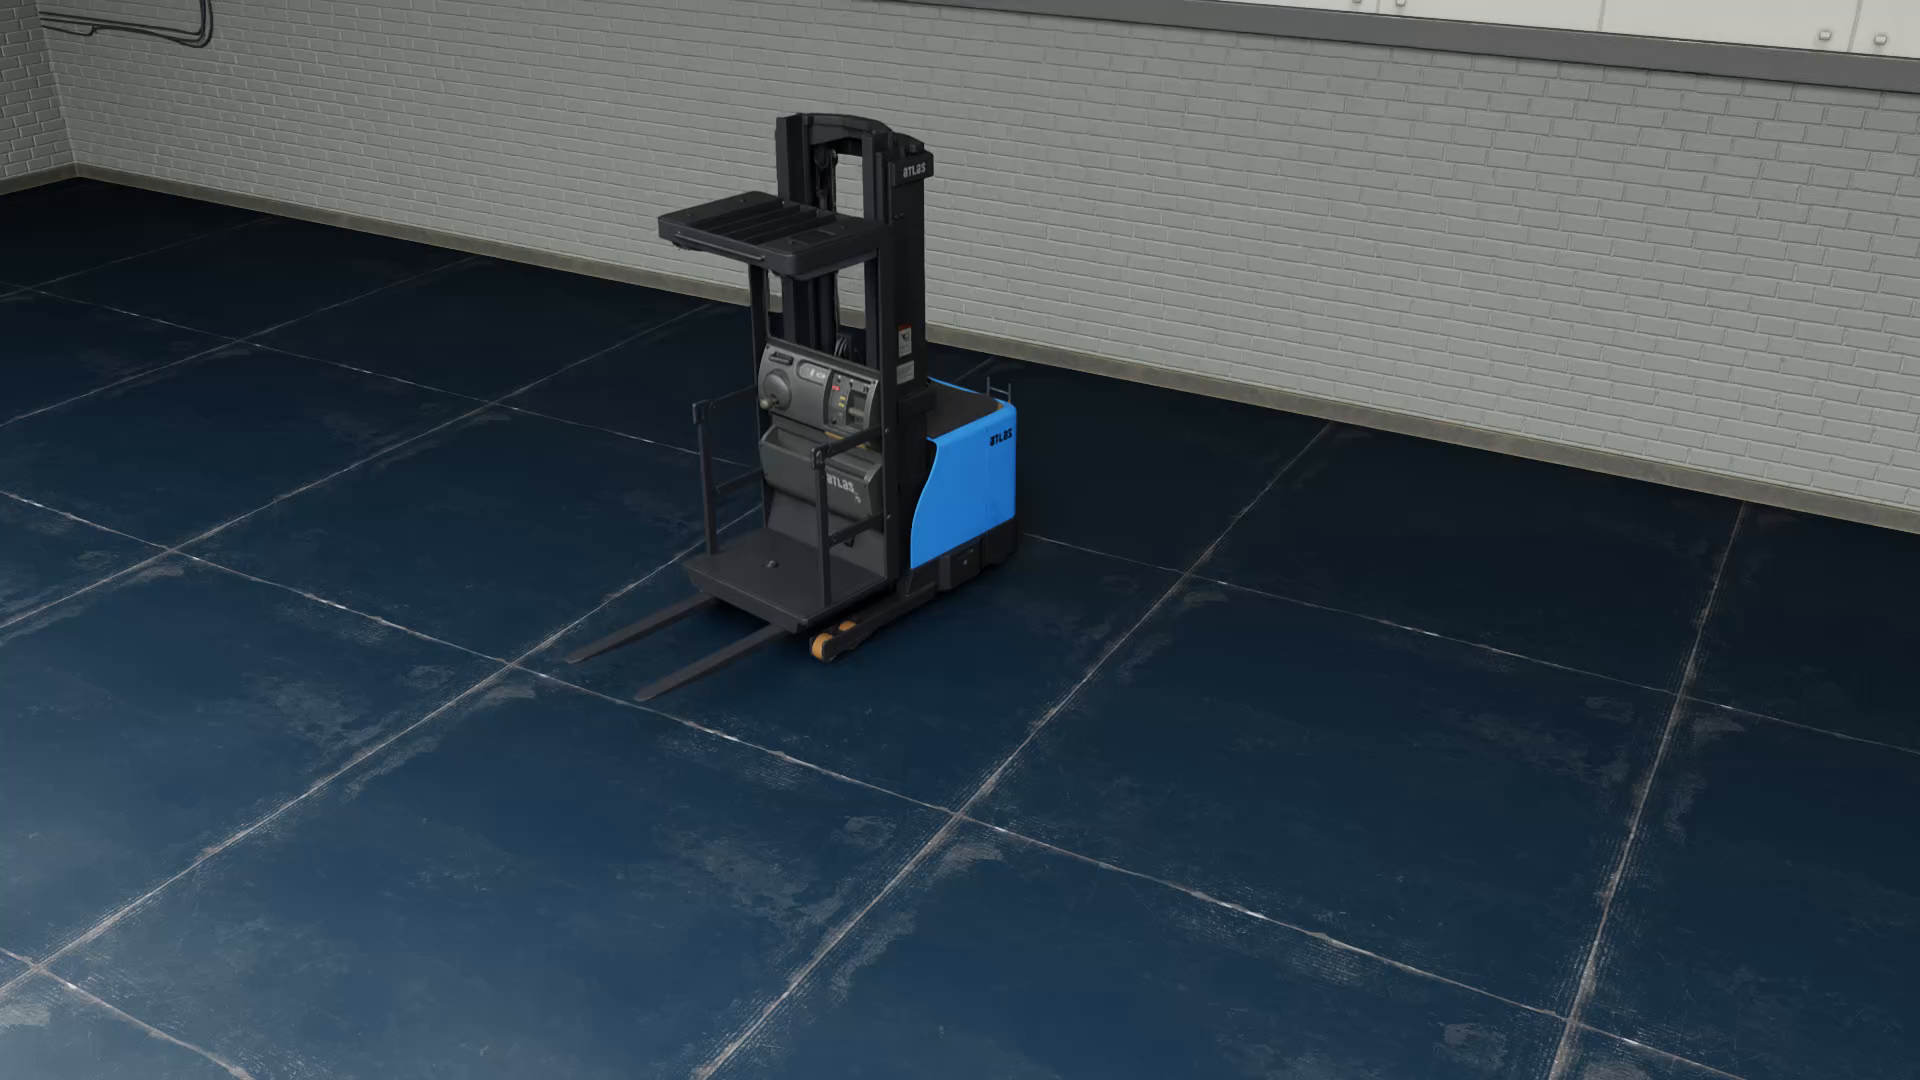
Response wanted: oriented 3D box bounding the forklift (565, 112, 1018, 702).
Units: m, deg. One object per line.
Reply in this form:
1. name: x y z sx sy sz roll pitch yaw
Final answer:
1. forklift: -0.973 -0.851 9.596 1.130 2.935 3.031 21 34 36

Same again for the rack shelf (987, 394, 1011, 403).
1. rack shelf: 0.175 -0.784 10.954 0.215 0.259 0.240 21 34 36

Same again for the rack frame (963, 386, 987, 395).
1. rack frame: 0.095 -0.499 10.994 0.200 1.050 0.008 21 34 36

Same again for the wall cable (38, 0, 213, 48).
1. wall cable: -9.274 -6.647 17.864 3.097 2.526 0.112 14 30 26

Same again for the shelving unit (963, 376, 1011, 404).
1. shelving unit: 0.175 -0.540 11.076 0.215 1.050 0.252 21 34 36

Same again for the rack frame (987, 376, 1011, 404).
1. rack frame: 0.256 -0.581 11.158 0.200 1.050 0.008 21 34 36
